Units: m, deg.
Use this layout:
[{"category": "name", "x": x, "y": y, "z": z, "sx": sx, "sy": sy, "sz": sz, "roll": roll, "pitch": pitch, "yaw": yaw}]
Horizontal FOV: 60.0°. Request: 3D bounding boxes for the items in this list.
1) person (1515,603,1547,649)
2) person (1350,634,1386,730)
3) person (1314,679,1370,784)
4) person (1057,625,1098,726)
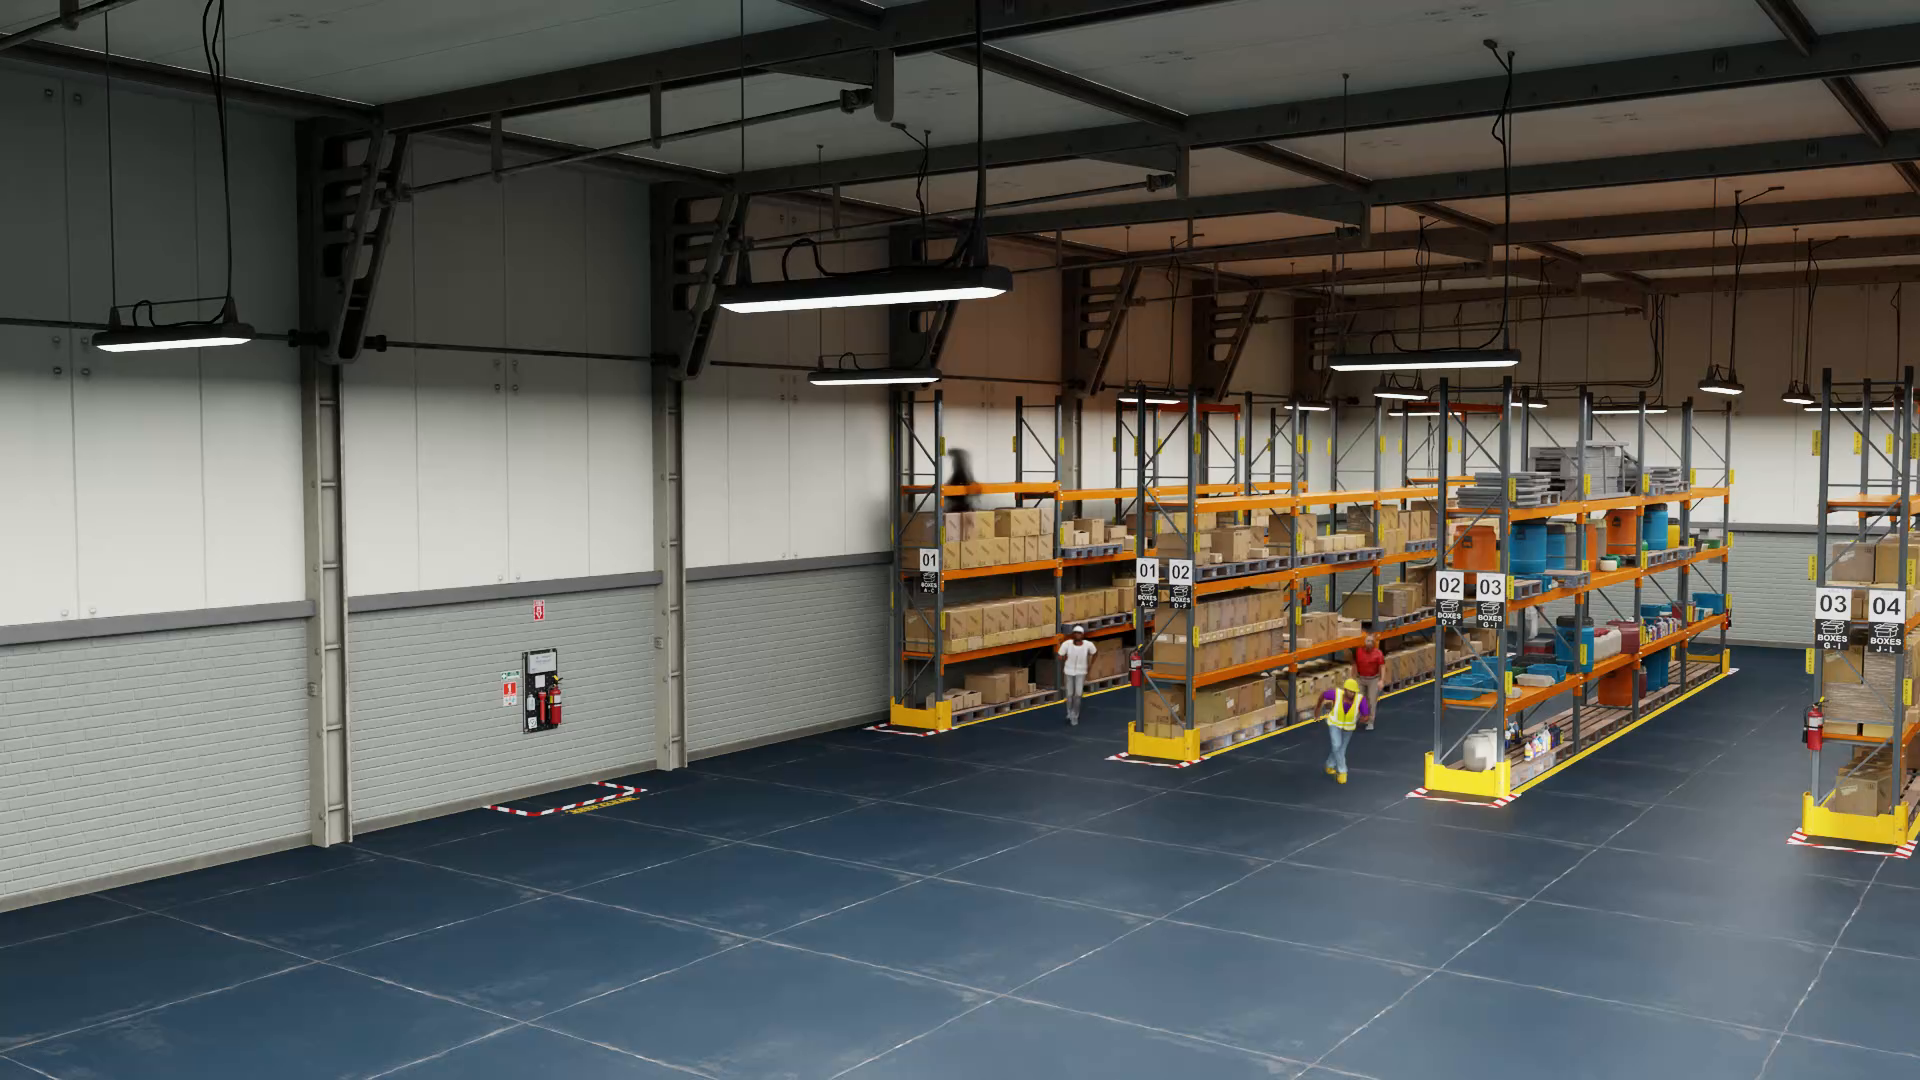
[{"category": "person", "x": 13.927, "y": 1.871, "z": 40.604, "sx": 0.732, "sy": 1.698, "sz": 0.752, "roll": 1, "pitch": 3, "yaw": 15}, {"category": "person", "x": 7.219, "y": 2.500, "z": 29.433, "sx": 0.714, "sy": 1.691, "sz": 0.686, "roll": 2, "pitch": 4, "yaw": 29}, {"category": "person", "x": 5.699, "y": 2.798, "z": 24.794, "sx": 0.721, "sy": 1.564, "sz": 1.112, "roll": 0, "pitch": 3, "yaw": -1}, {"category": "person", "x": 2.102, "y": 2.448, "z": 29.971, "sx": 0.704, "sy": 1.829, "sz": 0.739, "roll": 1, "pitch": 3, "yaw": 11}]
